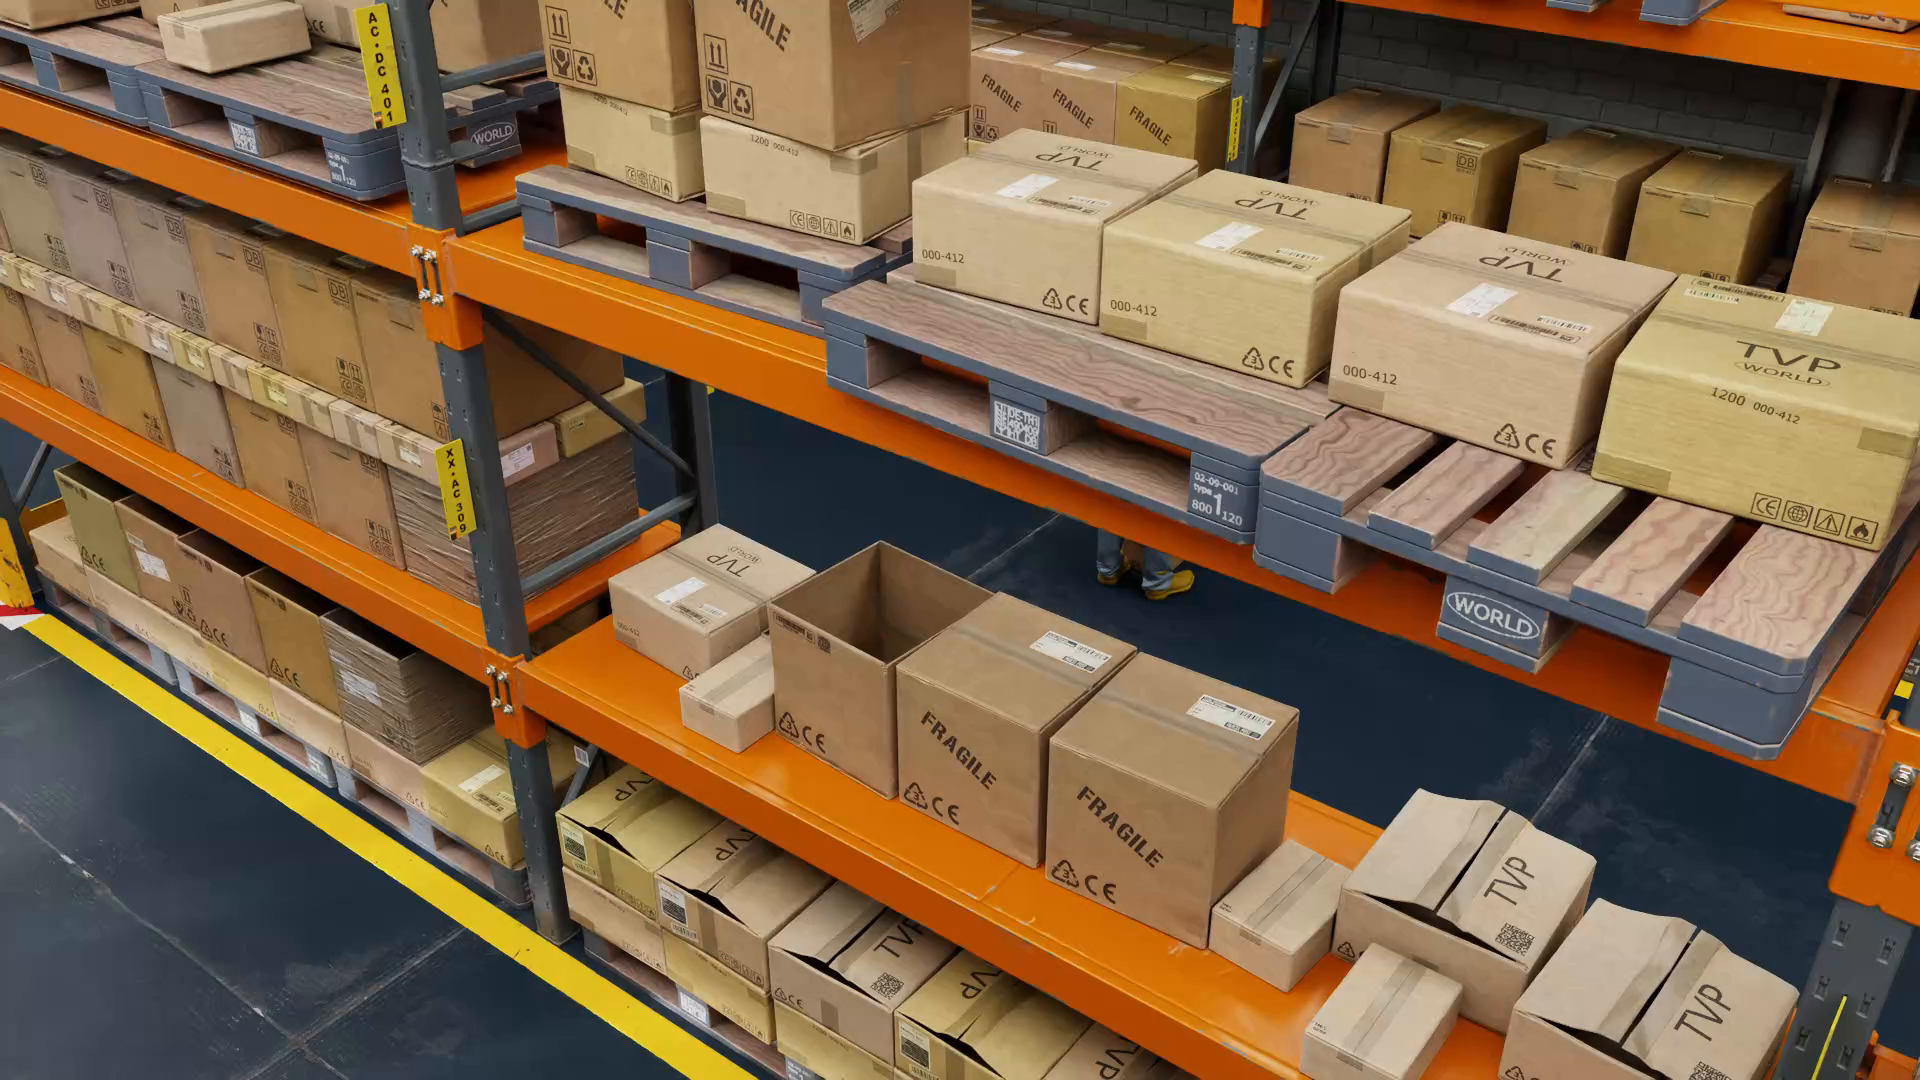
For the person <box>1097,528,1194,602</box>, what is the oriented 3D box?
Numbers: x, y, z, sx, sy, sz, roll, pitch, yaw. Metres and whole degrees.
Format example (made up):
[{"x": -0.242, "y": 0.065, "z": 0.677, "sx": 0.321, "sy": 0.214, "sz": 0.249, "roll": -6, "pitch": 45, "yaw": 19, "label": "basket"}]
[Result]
[{"x": 0.873, "y": -0.553, "z": 8.046, "sx": 0.634, "sy": 1.760, "sz": 0.458, "roll": 19, "pitch": 36, "yaw": 29, "label": "person"}]
